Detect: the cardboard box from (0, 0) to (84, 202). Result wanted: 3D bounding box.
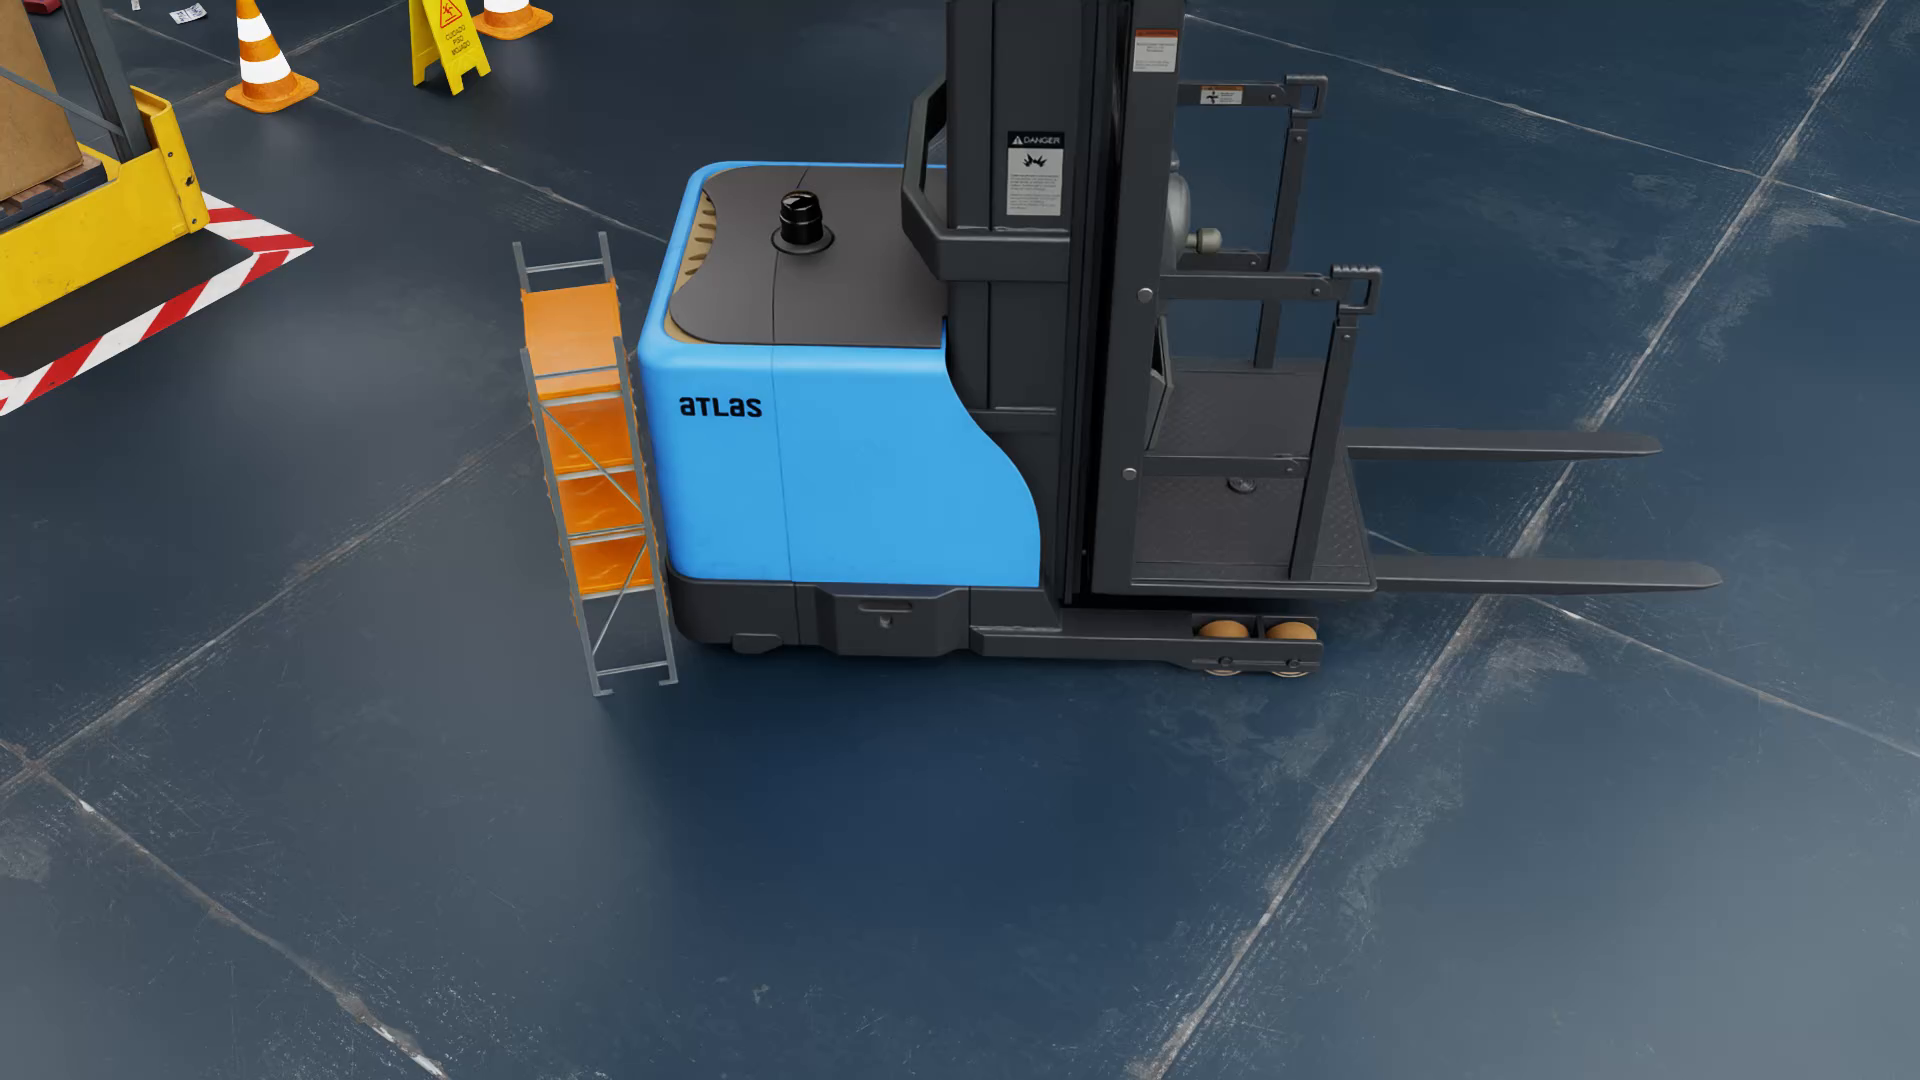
[{"bbox_3d":[-4.076,-1.749,6.233,0.875,0.875,0.875,25,48,26],"label":"cardboard box"}]

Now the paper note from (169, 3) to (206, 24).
[{"bbox_3d":[-3.758,-2.565,8.095,0.144,0.017,0.142,-25,48,-25],"label":"paper note"}]

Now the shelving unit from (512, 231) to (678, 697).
[{"bbox_3d":[-0.986,-0.180,4.551,0.258,1.200,0.503,-9,43,-10],"label":"shelving unit"}]

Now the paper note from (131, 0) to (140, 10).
[{"bbox_3d":[-4.060,-2.636,8.188,0.032,0.001,0.123,-17,45,-18],"label":"paper note"}]

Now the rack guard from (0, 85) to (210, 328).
[{"bbox_3d":[-3.463,-1.220,6.238,0.348,0.500,1.175,25,48,25],"label":"rack guard"}]

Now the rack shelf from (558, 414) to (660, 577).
[{"bbox_3d":[-0.986,-0.130,4.596,0.258,0.148,0.480,-9,43,-10],"label":"rack shelf"}]

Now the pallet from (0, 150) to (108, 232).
[{"bbox_3d":[-4.183,-1.385,6.639,1.213,0.211,1.003,25,48,25],"label":"pallet"}]

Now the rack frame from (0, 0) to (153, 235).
[{"bbox_3d":[-3.483,-2.160,5.415,0.127,3.000,1.000,25,48,25],"label":"rack frame"}]

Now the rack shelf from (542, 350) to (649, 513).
[{"bbox_3d":[-0.986,-0.296,4.447,0.258,0.148,0.480,-9,43,-10],"label":"rack shelf"}]

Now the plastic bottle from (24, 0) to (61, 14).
[{"bbox_3d":[-4.467,-2.684,8.204,0.133,0.061,0.283,10,43,11],"label":"plastic bottle"}]

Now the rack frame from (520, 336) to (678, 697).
[{"bbox_3d":[-0.930,-0.021,4.374,0.240,1.200,0.015,-9,43,-10],"label":"rack frame"}]

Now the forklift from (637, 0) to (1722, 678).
[{"bbox_3d":[0.690,-1.058,4.235,3.031,2.935,1.130,1,42,1],"label":"forklift"}]

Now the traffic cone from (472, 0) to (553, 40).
[{"bbox_3d":[-2.175,-2.680,7.898,0.334,0.463,0.336,25,48,25],"label":"traffic cone"}]

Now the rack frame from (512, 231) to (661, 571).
[{"bbox_3d":[-1.042,-0.338,4.728,0.240,1.200,0.015,-9,43,-10],"label":"rack frame"}]

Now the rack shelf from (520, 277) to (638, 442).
[{"bbox_3d":[-0.986,-0.473,4.289,0.258,0.148,0.480,-9,43,-10],"label":"rack shelf"}]

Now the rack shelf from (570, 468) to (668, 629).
[{"bbox_3d":[-0.986,0.018,4.728,0.258,0.148,0.480,-9,43,-10],"label":"rack shelf"}]

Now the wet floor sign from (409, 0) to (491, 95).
[{"bbox_3d":[-2.322,-2.353,7.396,0.232,0.644,0.267,17,45,18],"label":"wet floor sign"}]

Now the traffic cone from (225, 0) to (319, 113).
[{"bbox_3d":[-3.102,-2.194,7.355,0.334,0.463,0.336,25,48,25],"label":"traffic cone"}]
